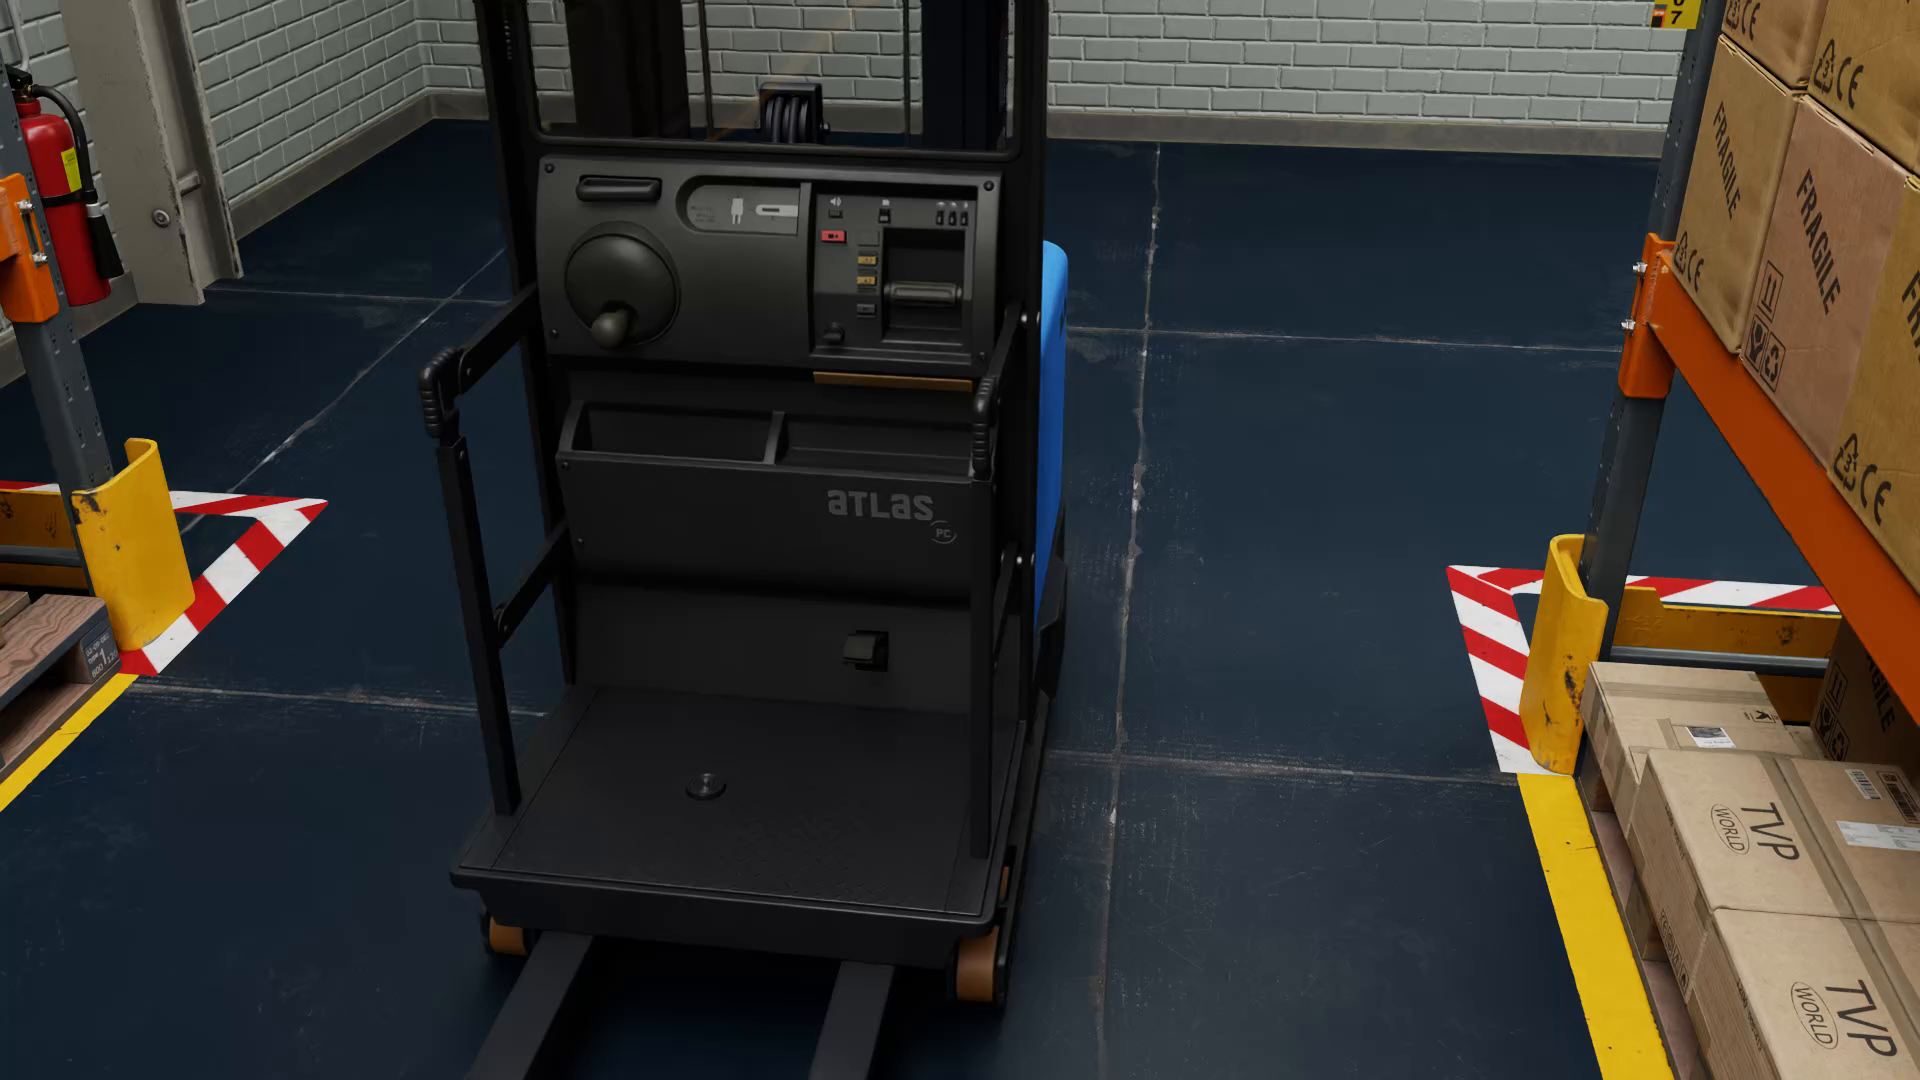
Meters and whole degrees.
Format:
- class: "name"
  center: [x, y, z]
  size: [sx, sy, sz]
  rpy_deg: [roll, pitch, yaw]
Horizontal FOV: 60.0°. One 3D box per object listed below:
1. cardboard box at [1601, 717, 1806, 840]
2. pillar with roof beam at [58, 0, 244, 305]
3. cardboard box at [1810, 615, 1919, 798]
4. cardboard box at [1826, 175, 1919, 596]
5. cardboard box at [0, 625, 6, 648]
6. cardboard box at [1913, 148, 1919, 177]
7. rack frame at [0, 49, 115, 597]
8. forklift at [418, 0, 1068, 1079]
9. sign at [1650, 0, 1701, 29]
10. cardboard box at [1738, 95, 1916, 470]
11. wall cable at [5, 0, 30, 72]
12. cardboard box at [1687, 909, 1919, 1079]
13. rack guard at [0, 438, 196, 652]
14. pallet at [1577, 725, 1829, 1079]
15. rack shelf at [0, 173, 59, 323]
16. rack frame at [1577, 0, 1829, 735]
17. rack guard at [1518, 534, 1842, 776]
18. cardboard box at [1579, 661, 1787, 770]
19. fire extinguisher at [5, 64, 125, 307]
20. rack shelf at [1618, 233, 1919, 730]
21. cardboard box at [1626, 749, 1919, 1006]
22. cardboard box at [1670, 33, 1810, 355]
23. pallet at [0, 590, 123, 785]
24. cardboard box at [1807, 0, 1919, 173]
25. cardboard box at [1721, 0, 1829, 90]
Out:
- class: "cardboard box"
  center: [1.636, 0.529, 3.629]
  size: [0.380, 0.166, 0.250]
  rpy_deg: [3, 28, 6]
- class: "pillar with roof beam"
  center: [0.887, -4.818, 4.705]
  size: [9.100, 9.000, 0.400]
  rpy_deg: [3, 28, 6]
- class: "cardboard box"
  center: [2.237, 0.357, 3.596]
  size: [0.500, 0.500, 0.500]
  rpy_deg: [3, 28, 6]
- class: "cardboard box"
  center: [1.620, -0.191, 2.336]
  size: [0.500, 0.500, 0.500]
  rpy_deg: [3, 28, 6]
- class: "cardboard box"
  center: [-2.845, 0.145, 4.011]
  size: [0.700, 0.500, 0.500]
  rpy_deg: [3, 28, 6]
- class: "cardboard box"
  center: [1.620, -0.629, 2.094]
  size: [0.500, 0.500, 0.500]
  rpy_deg: [4, 29, 7]
- class: "rack frame"
  center: [-2.858, -1.106, 4.140]
  size: [1.000, 3.000, 0.127]
  rpy_deg: [3, 28, 6]
- class: "forklift"
  center: [-0.412, -0.508, 3.102]
  size: [1.130, 2.935, 3.031]
  rpy_deg: [4, 29, 7]
- class: "sign"
  center: [1.520, -1.232, 3.462]
  size: [0.100, 0.325, 0.005]
  rpy_deg: [3, 28, 6]
- class: "cardboard box"
  center: [1.685, -0.427, 2.774]
  size: [0.500, 0.500, 0.500]
  rpy_deg: [3, 28, 6]
- class: "wall cable"
  center: [-3.640, -2.211, 5.120]
  size: [0.084, 1.984, 1.851]
  rpy_deg: [3, 28, 6]
- class: "cardboard box"
  center: [1.588, 0.907, 2.838]
  size: [0.500, 0.250, 0.500]
  rpy_deg: [3, 28, 6]
- class: "rack guard"
  center: [-2.855, -0.017, 4.754]
  size: [1.175, 0.500, 0.348]
  rpy_deg: [3, 28, 6]
- class: "pallet"
  center: [1.953, 0.819, 3.507]
  size: [1.003, 0.211, 1.213]
  rpy_deg: [3, 28, 6]
- class: "rack shelf"
  center: [-3.103, 0.152, 2.563]
  size: [1.077, 0.370, 4.000]
  rpy_deg: [3, 28, 6]
- class: "rack frame"
  center: [2.059, -0.820, 3.609]
  size: [1.000, 3.000, 0.127]
  rpy_deg: [3, 28, 6]
- class: "rack guard"
  center: [2.049, 0.317, 4.135]
  size: [1.175, 0.500, 0.348]
  rpy_deg: [3, 28, 6]
- class: "cardboard box"
  center: [1.666, 0.419, 3.852]
  size: [0.380, 0.149, 0.250]
  rpy_deg: [3, 28, 6]
- class: "fire extinguisher"
  center: [-2.382, -0.952, 4.329]
  size: [0.296, 0.674, 0.183]
  rpy_deg: [3, 28, 6]
- class: "rack shelf"
  center: [1.814, 0.439, 2.032]
  size: [1.077, 0.370, 4.000]
  rpy_deg: [3, 28, 6]
- class: "cardboard box"
  center: [1.649, 0.672, 3.275]
  size: [0.500, 0.250, 0.500]
  rpy_deg: [3, 28, 6]
- class: "cardboard box"
  center: [1.743, -0.670, 3.226]
  size: [0.500, 0.500, 0.500]
  rpy_deg: [4, 29, 7]
- class: "pallet"
  center: [-2.878, 0.503, 4.094]
  size: [1.003, 0.211, 1.213]
  rpy_deg: [3, 28, 6]
- class: "cardboard box"
  center: [1.686, -0.864, 2.531]
  size: [0.500, 0.500, 0.500]
  rpy_deg: [4, 29, 7]
- class: "cardboard box"
  center: [1.743, -1.110, 2.989]
  size: [0.500, 0.500, 0.500]
  rpy_deg: [4, 29, 8]
